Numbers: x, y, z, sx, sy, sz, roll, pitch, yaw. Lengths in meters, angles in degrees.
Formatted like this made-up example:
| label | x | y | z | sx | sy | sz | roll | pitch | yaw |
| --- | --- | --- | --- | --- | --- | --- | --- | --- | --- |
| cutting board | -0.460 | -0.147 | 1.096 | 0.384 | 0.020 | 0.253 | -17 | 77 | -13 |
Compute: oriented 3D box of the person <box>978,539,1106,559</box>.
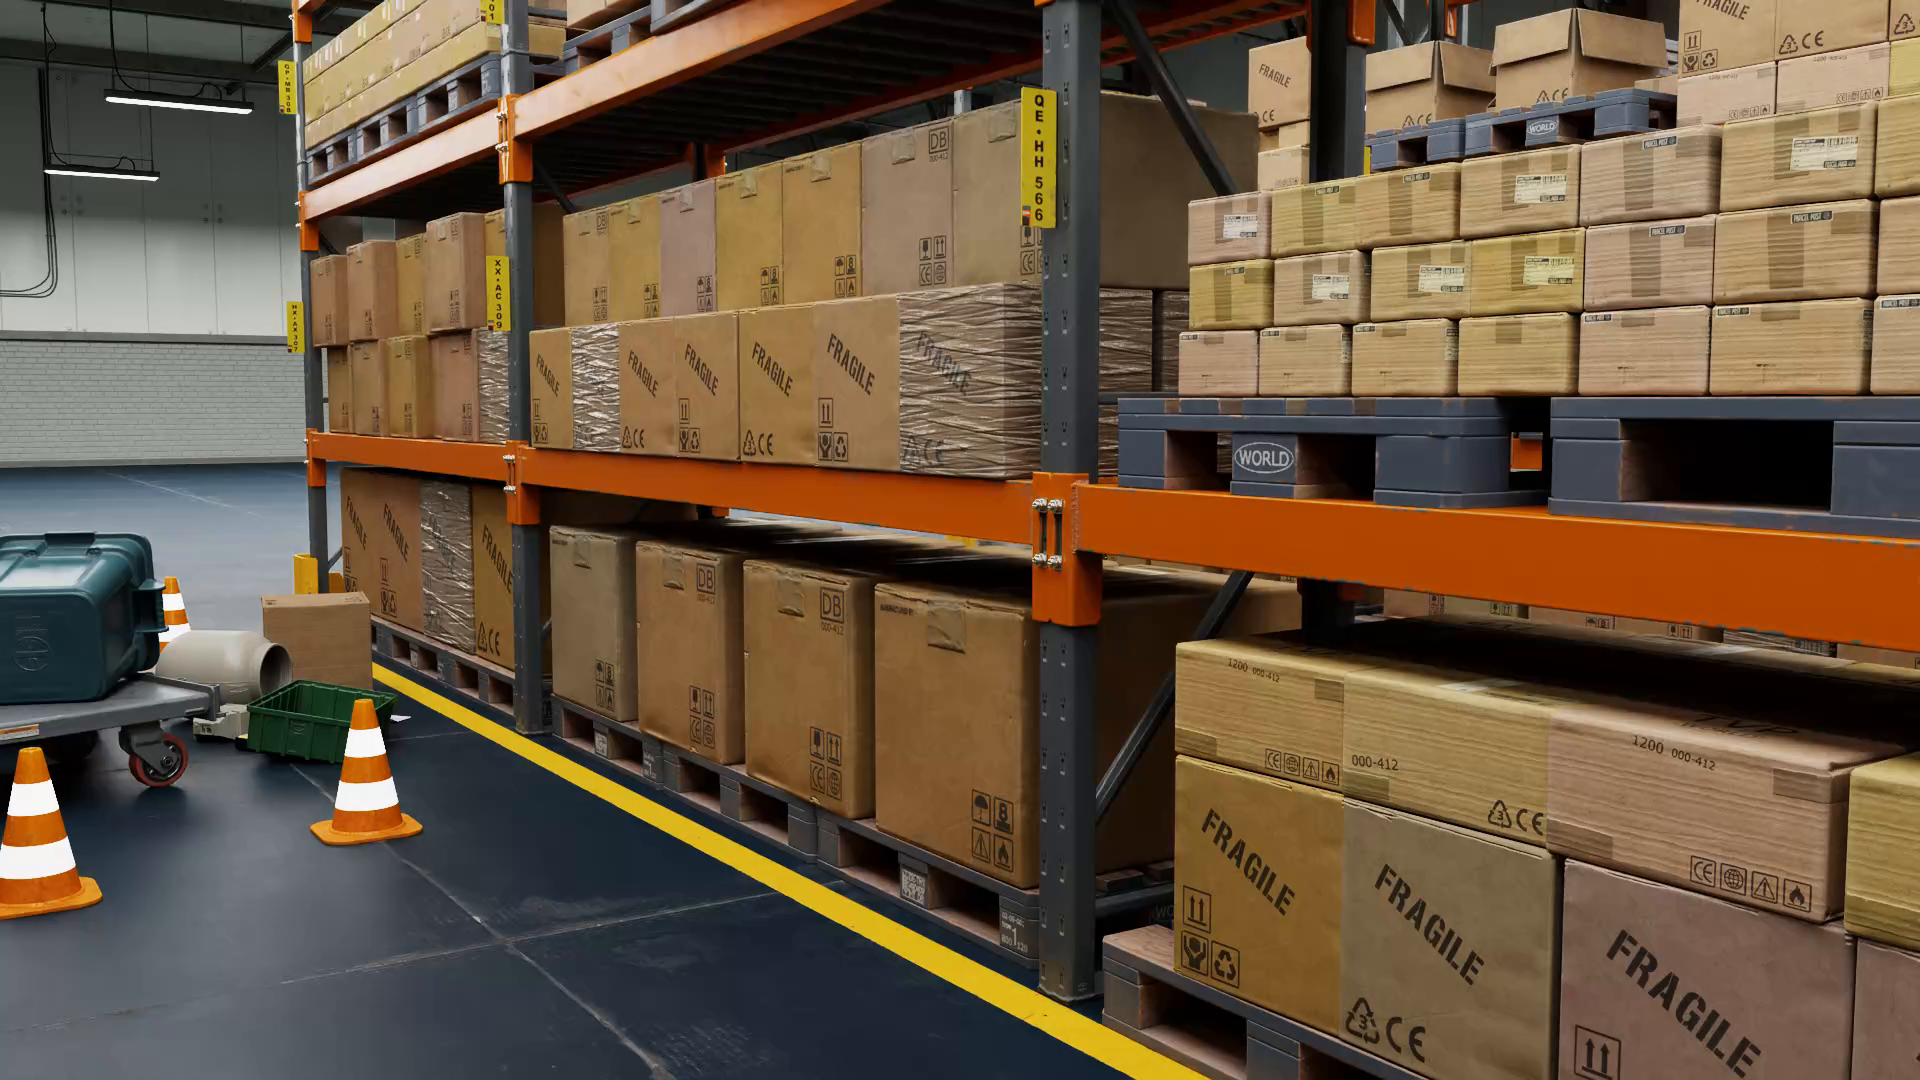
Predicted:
| label | x | y | z | sx | sy | sz | roll | pitch | yaw |
| --- | --- | --- | --- | --- | --- | --- | --- | --- | --- |
| person | 0.494 | 0.213 | 10.016 | 0.882 | 0.919 | 0.457 | -4 | 6 | -37 |
